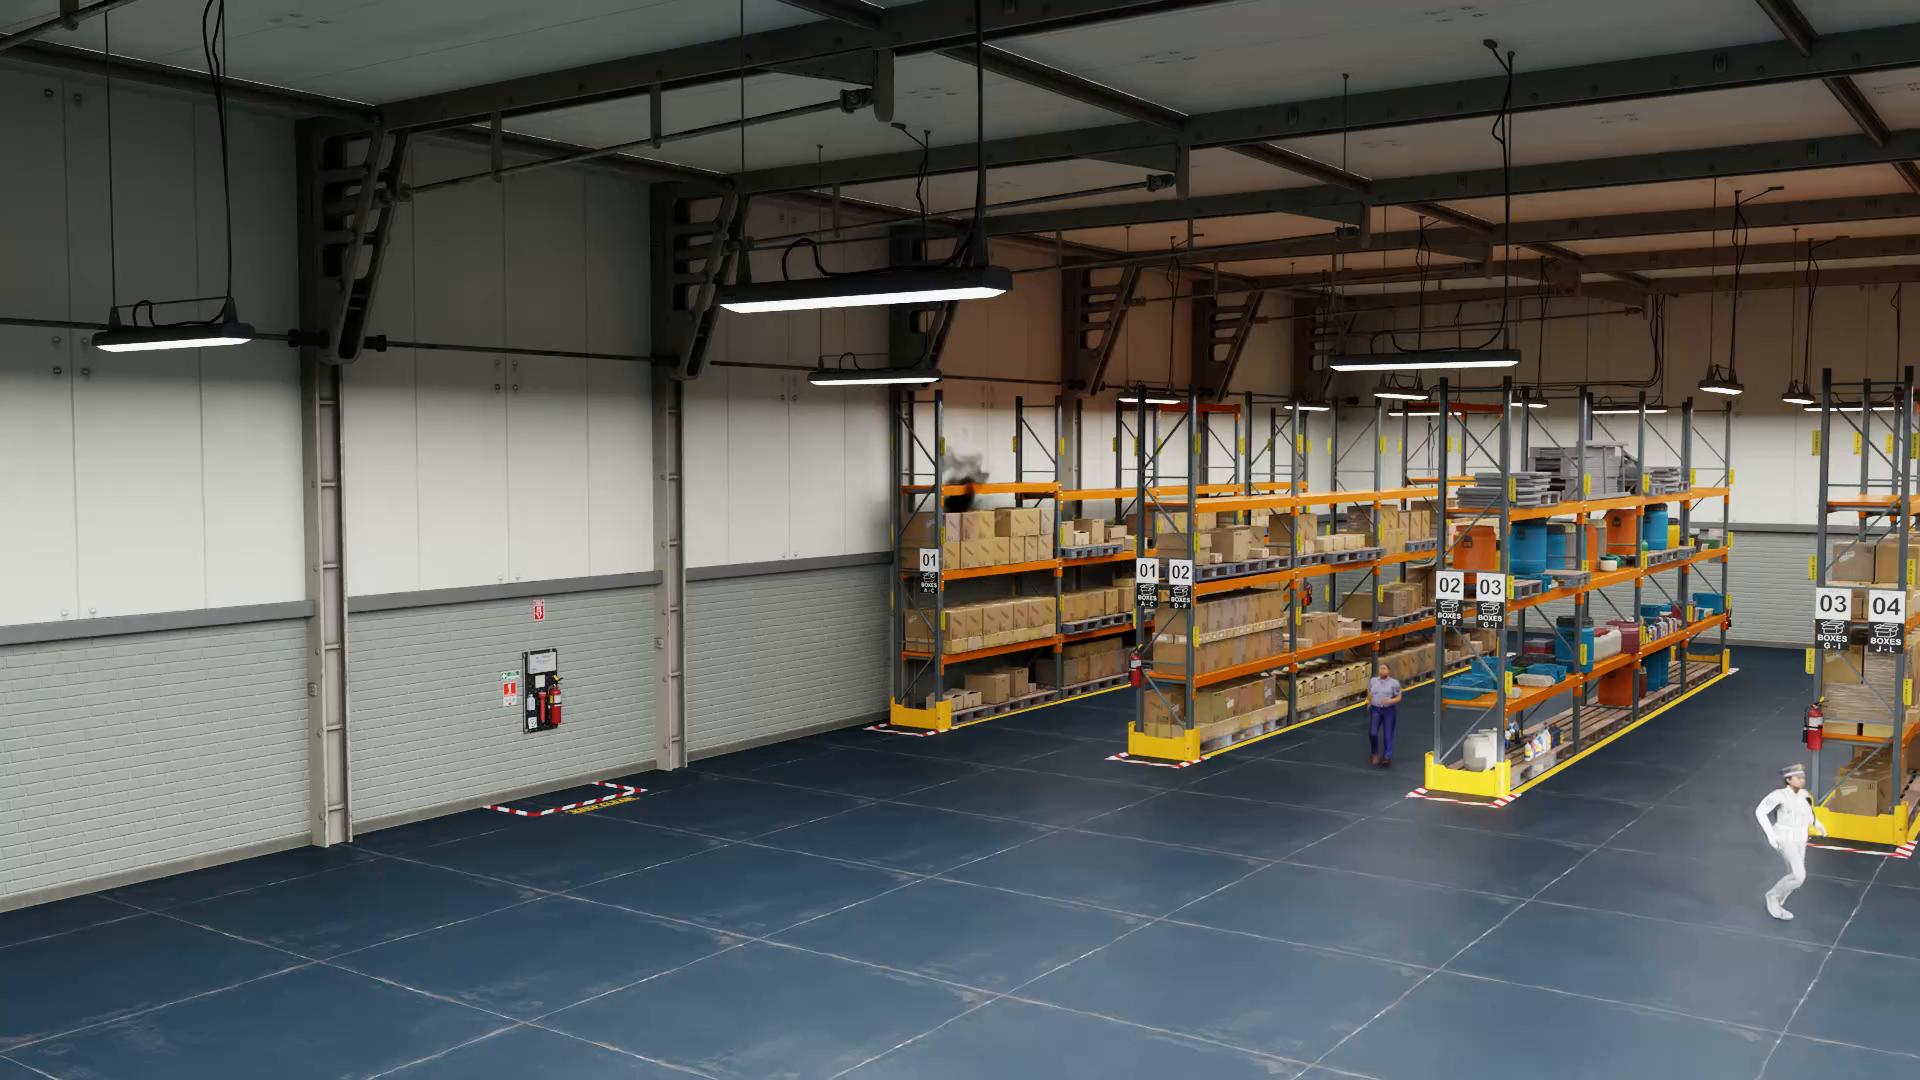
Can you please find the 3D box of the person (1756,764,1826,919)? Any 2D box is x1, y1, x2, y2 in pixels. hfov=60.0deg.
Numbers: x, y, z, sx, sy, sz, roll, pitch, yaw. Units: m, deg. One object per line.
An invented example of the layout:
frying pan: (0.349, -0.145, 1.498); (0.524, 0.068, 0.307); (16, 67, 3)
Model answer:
person: (8.791, 3.179, 17.507); (0.624, 1.666, 0.570); (-1, 4, -24)

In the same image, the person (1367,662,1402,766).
person: (6.603, 2.723, 25.962); (0.578, 1.633, 0.648); (1, 4, 24)
